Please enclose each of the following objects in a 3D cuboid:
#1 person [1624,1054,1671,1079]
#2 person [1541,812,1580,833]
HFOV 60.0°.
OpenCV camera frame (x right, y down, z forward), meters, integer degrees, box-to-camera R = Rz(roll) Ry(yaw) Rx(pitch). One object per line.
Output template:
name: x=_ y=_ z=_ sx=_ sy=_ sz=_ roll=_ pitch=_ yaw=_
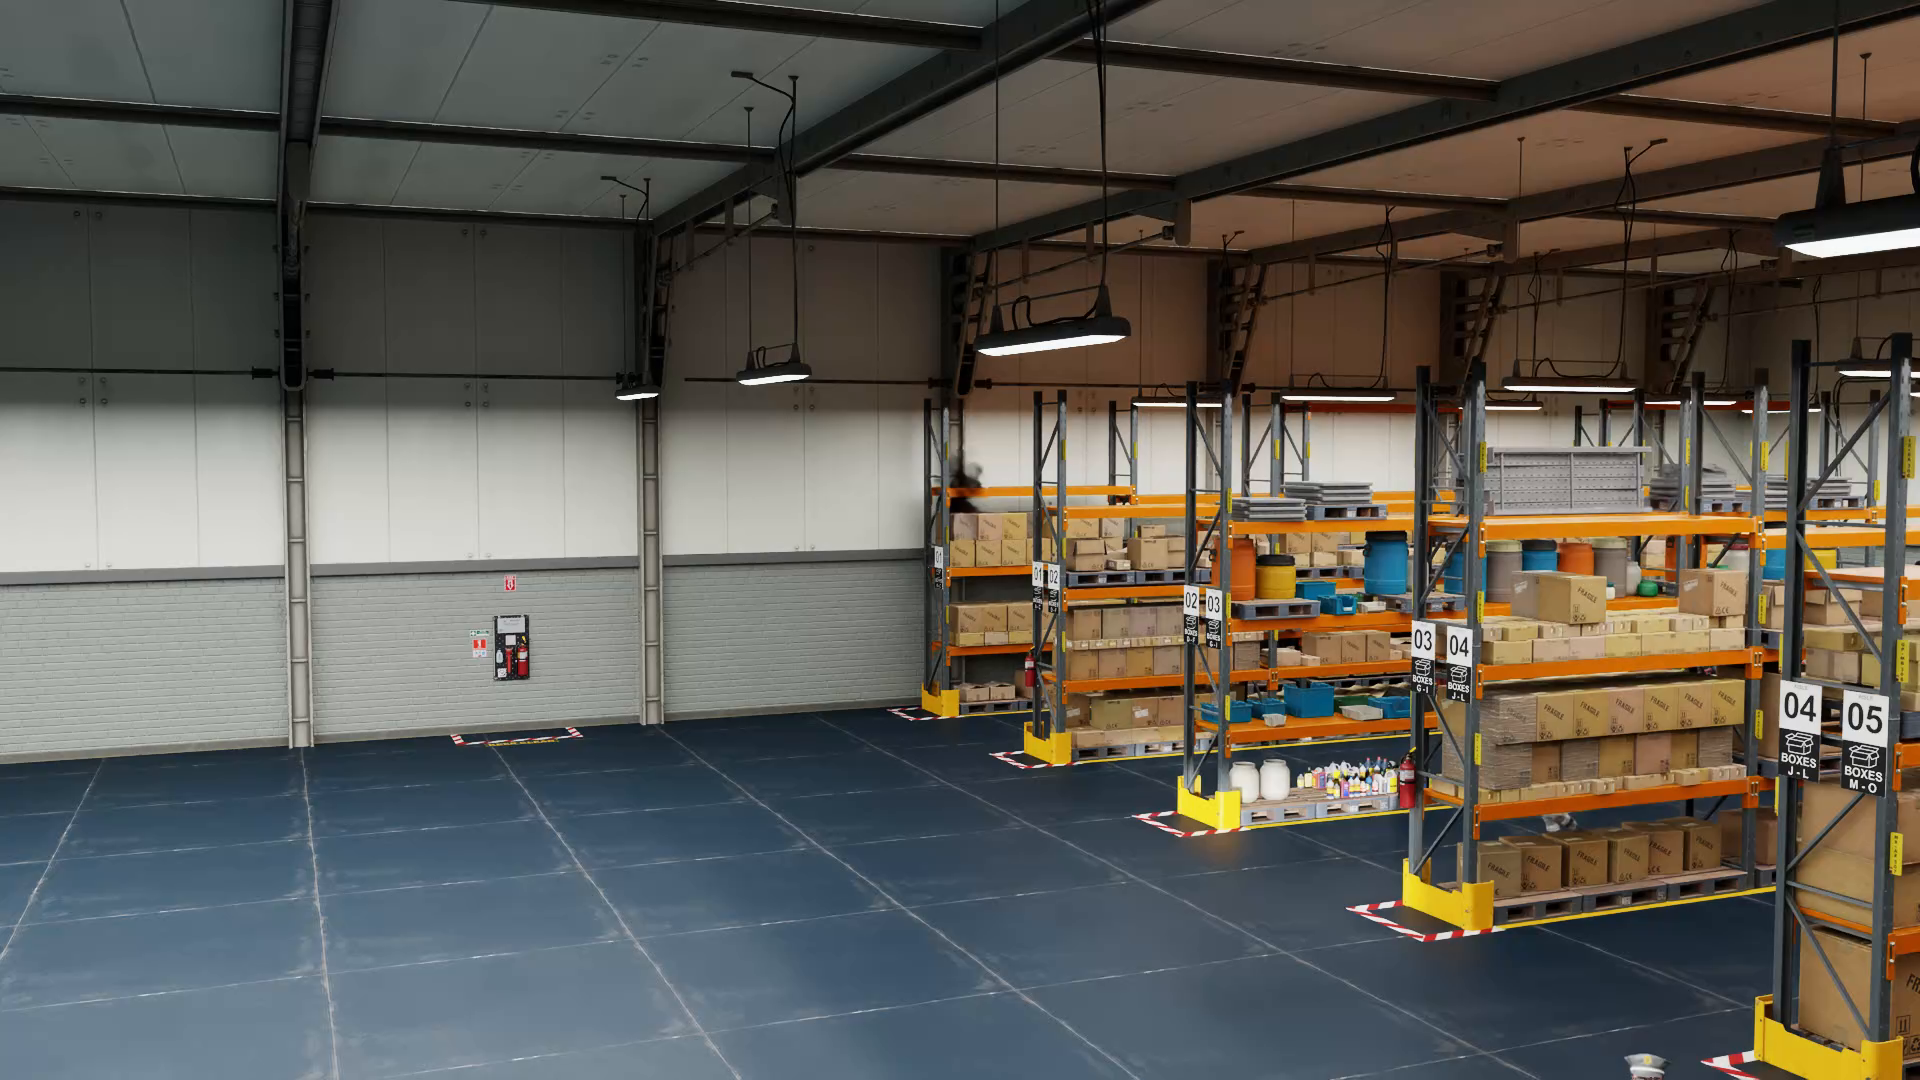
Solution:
person: x=3.835 y=3.737 z=9.282 sx=0.651 sy=1.737 sz=0.599 roll=2 pitch=4 yaw=24
person: x=7.532 y=3.054 z=20.997 sx=0.586 sy=1.741 sz=0.636 roll=-2 pitch=4 yaw=-29
